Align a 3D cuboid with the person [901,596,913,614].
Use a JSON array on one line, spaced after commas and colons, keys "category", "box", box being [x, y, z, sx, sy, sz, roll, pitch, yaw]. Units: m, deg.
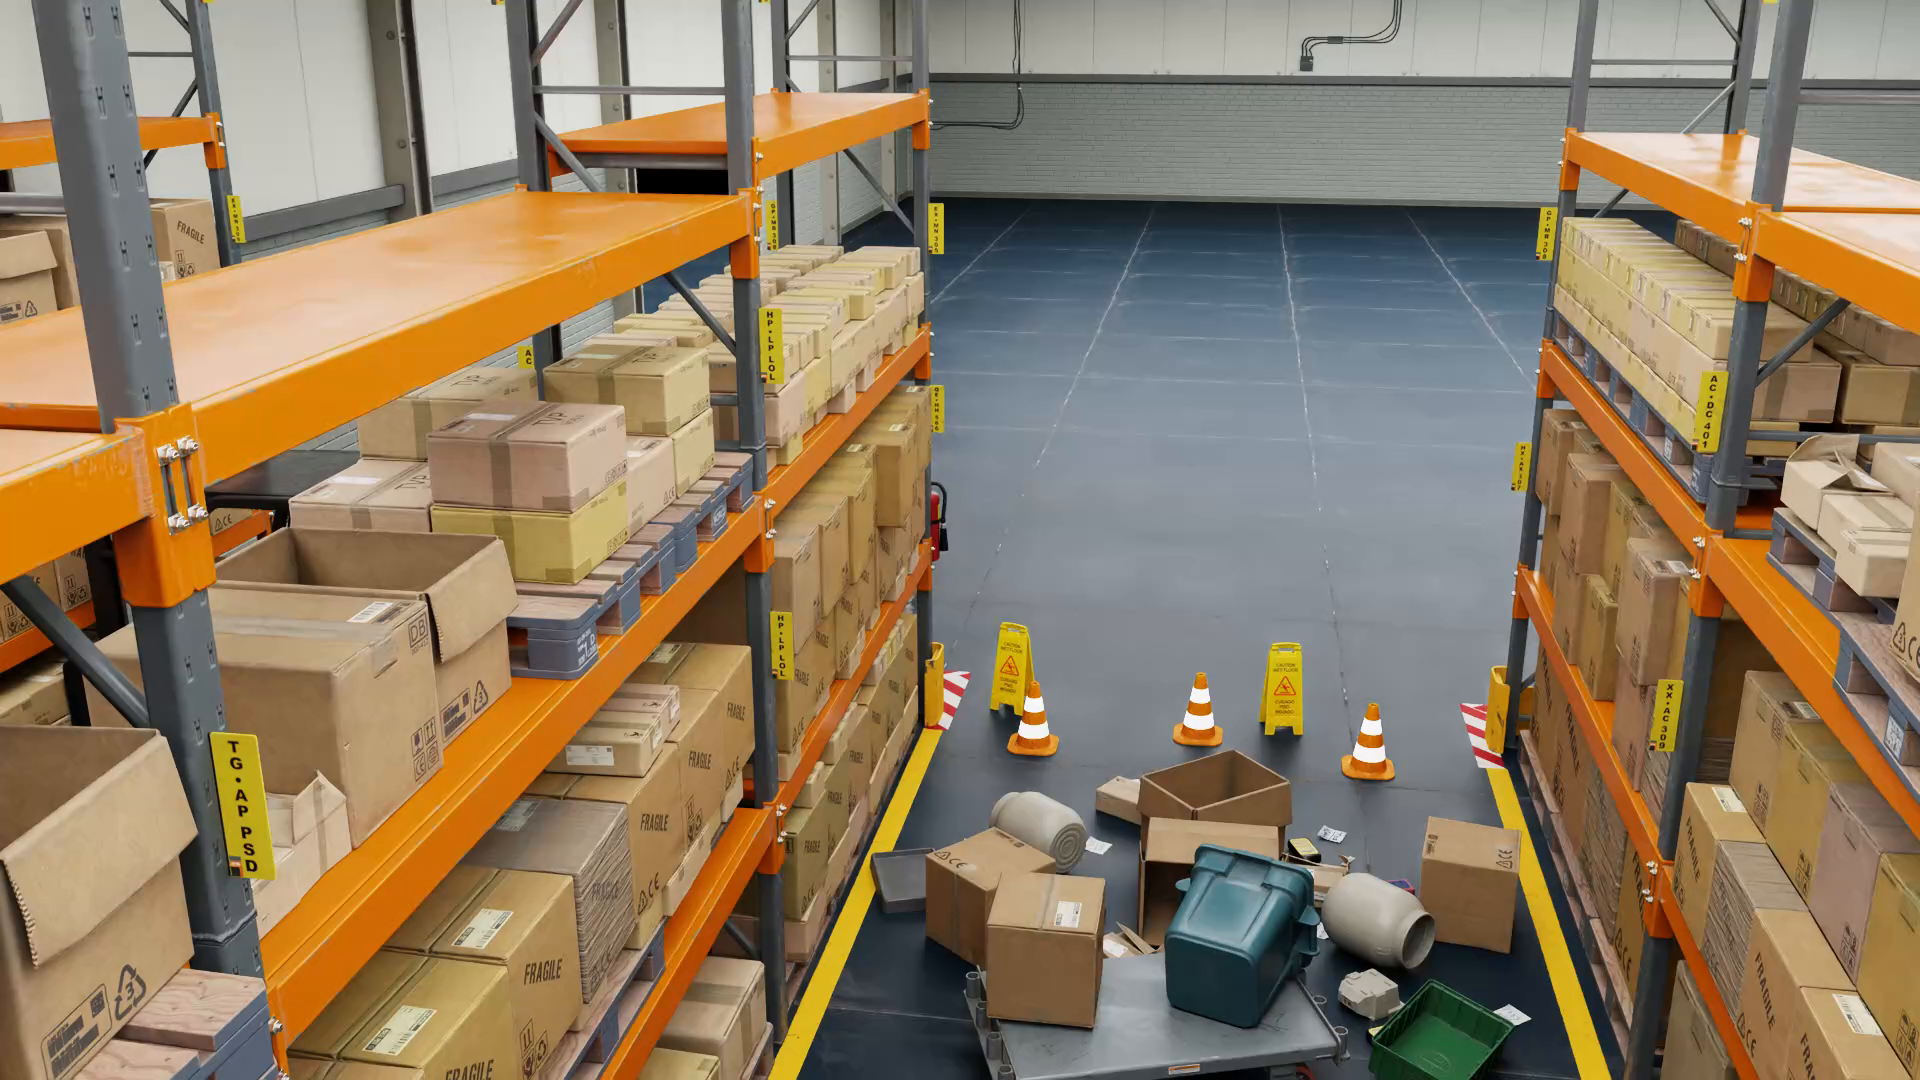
[{"category": "person", "box": [-0.572, -0.212, 13.607, 0.486, 1.686, 0.334, 3, 18, 9]}]
